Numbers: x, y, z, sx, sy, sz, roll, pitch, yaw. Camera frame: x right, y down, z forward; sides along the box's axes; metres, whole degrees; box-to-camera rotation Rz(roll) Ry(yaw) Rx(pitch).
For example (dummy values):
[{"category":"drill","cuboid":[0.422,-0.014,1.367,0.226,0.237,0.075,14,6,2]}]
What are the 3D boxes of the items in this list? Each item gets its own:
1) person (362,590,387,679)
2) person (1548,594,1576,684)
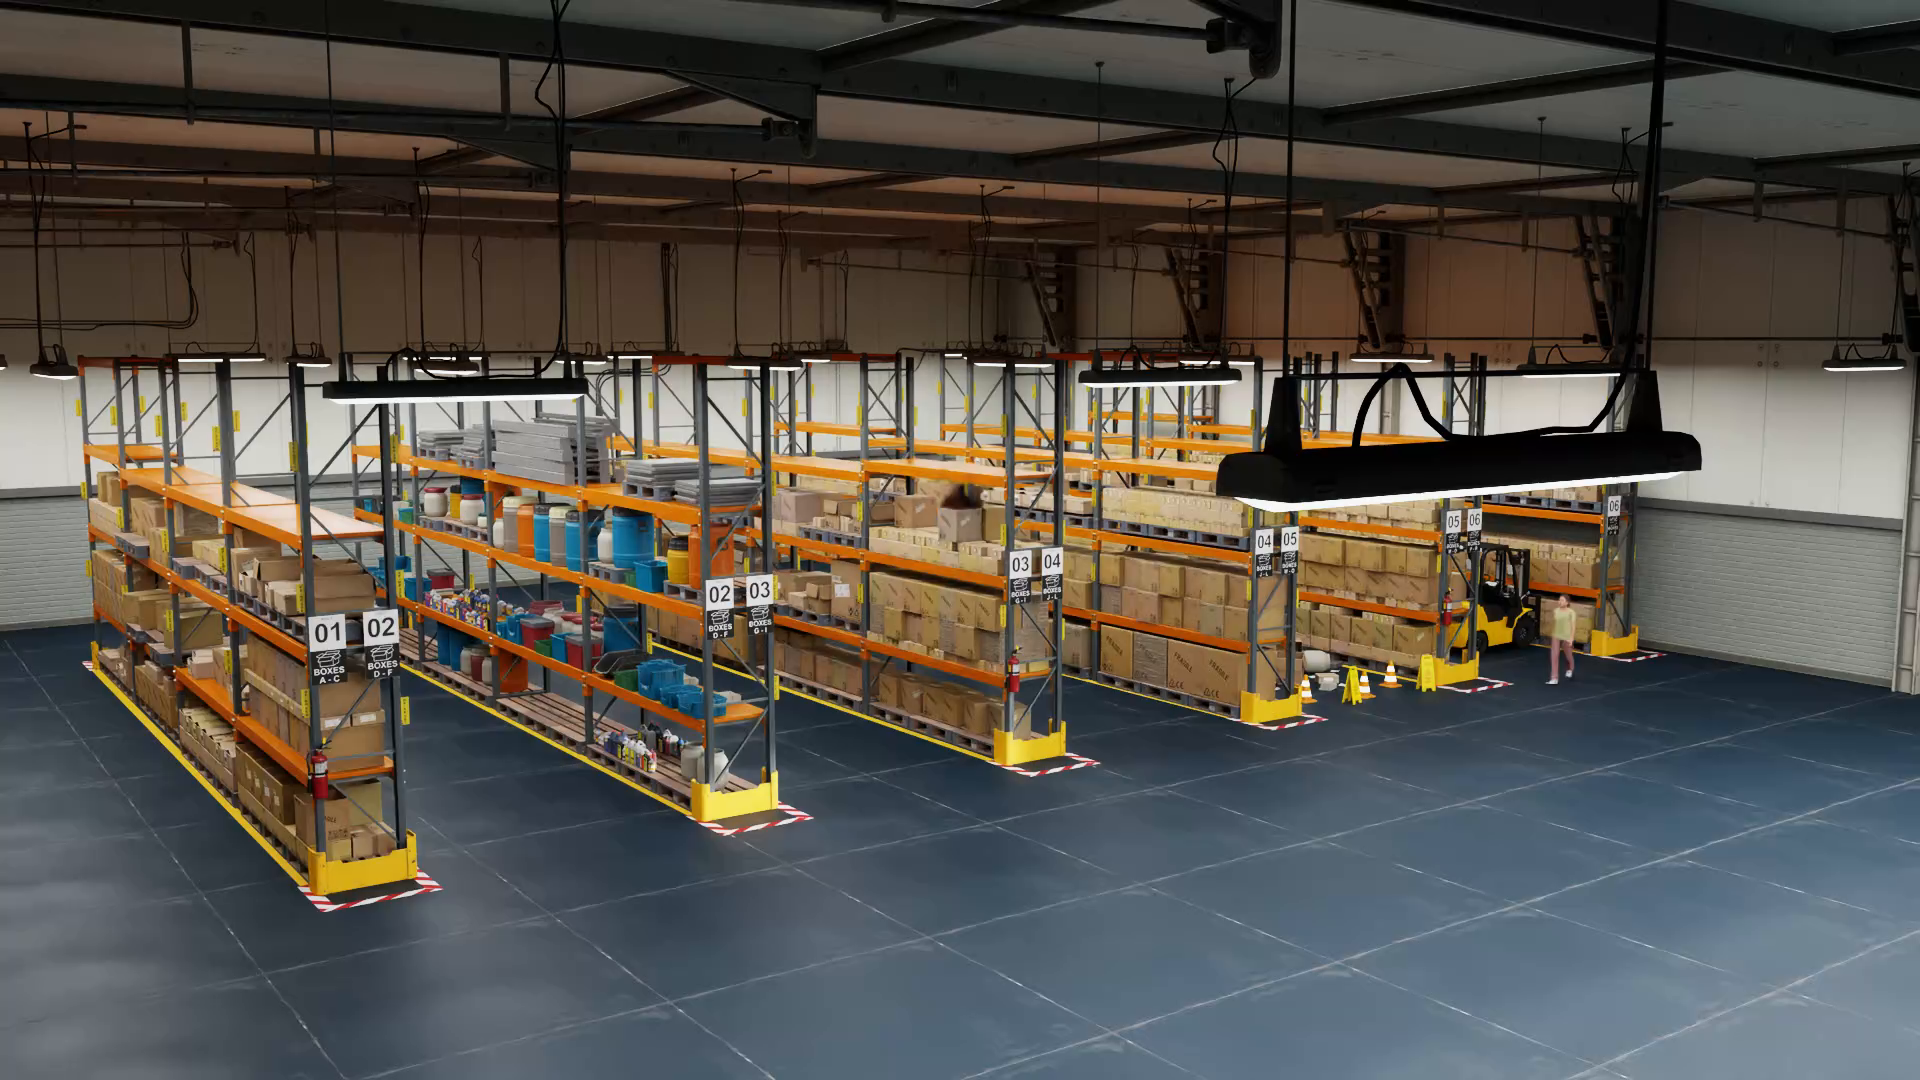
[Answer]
[{"category":"person","cuboid":[-10.898,1.713,30.841,0.452,1.757,0.605,-5,9,-37]},{"category":"person","cuboid":[11.100,1.803,30.623,0.435,1.644,0.948,4,8,30]}]
